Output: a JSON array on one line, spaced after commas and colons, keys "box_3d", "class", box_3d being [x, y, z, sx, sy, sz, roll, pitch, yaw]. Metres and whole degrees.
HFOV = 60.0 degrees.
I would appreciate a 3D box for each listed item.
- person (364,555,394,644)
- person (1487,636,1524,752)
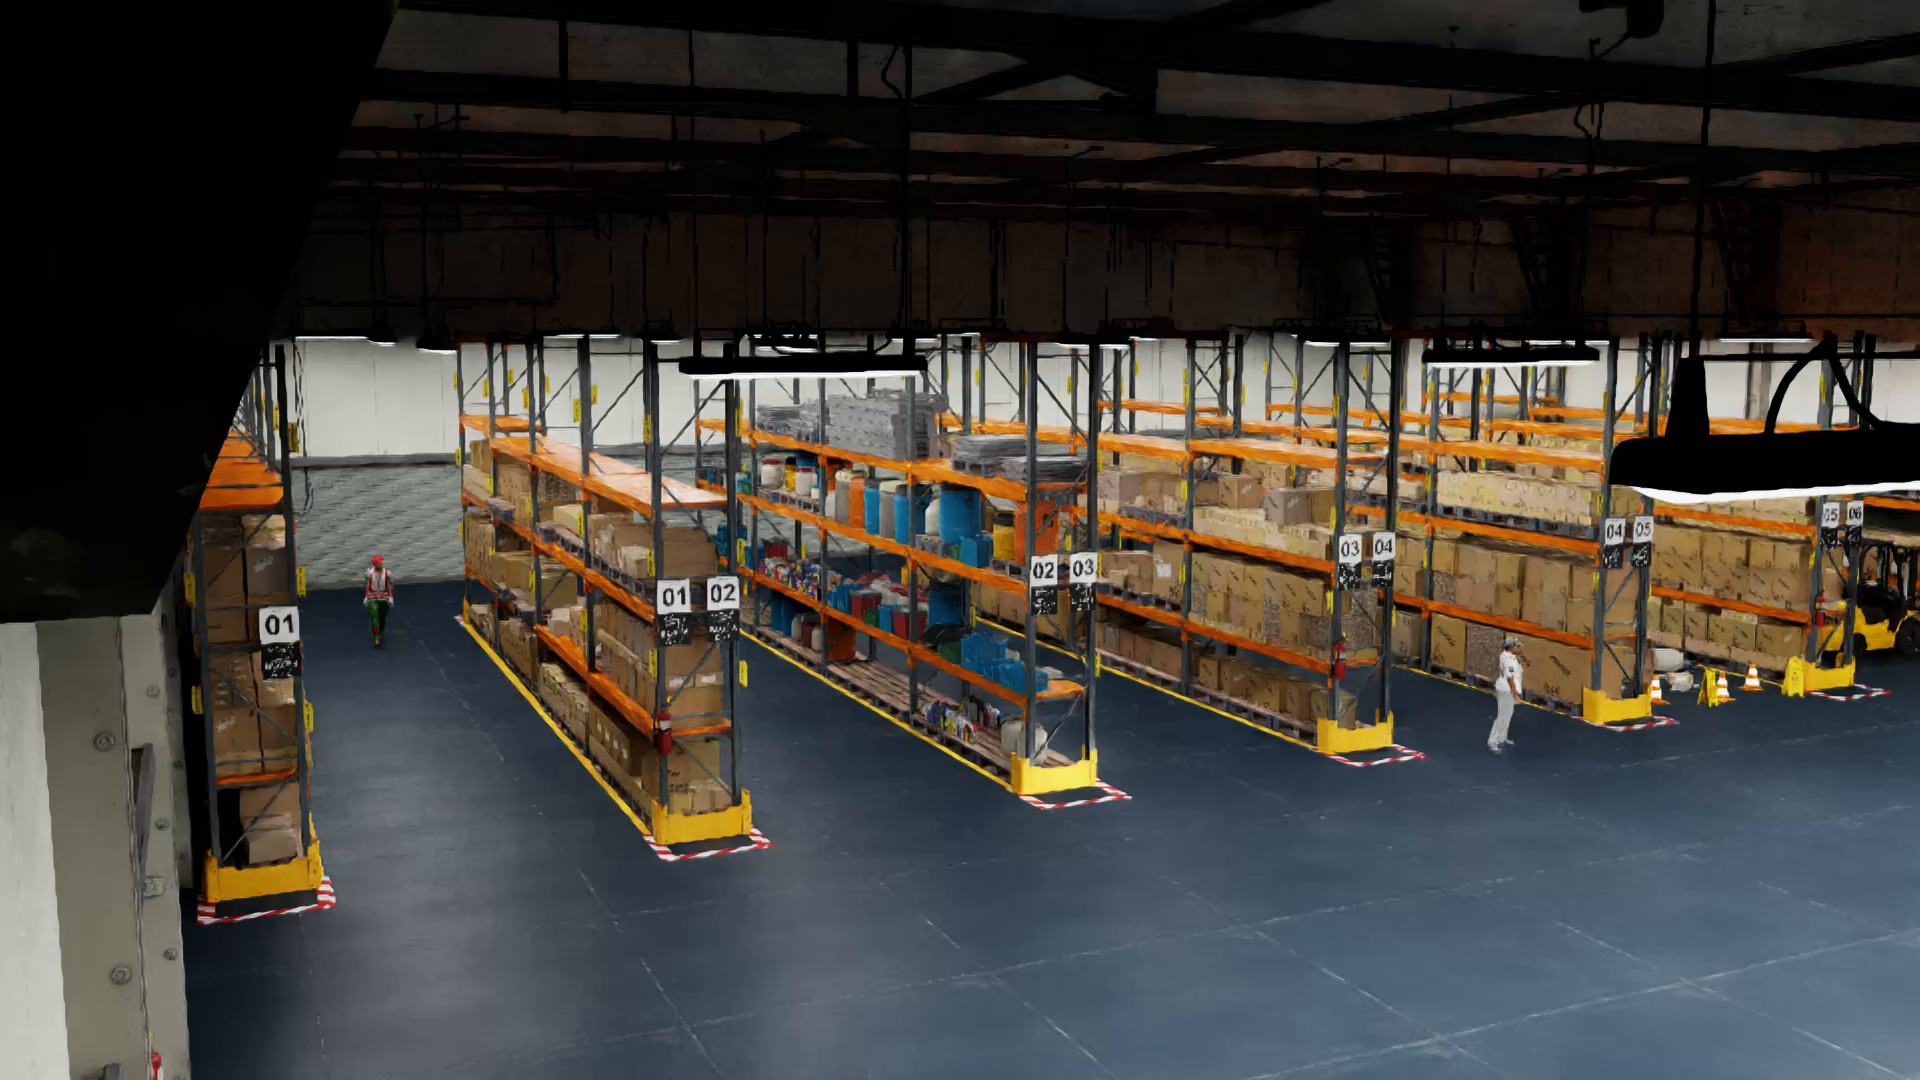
[{"box_3d": [-11.270, 1.124, 32.282, 0.550, 1.709, 1.128, -4, 9, -27], "class": "person"}, {"box_3d": [7.987, 2.245, 24.345, 0.476, 1.662, 0.686, 2, 8, 12], "class": "person"}]
